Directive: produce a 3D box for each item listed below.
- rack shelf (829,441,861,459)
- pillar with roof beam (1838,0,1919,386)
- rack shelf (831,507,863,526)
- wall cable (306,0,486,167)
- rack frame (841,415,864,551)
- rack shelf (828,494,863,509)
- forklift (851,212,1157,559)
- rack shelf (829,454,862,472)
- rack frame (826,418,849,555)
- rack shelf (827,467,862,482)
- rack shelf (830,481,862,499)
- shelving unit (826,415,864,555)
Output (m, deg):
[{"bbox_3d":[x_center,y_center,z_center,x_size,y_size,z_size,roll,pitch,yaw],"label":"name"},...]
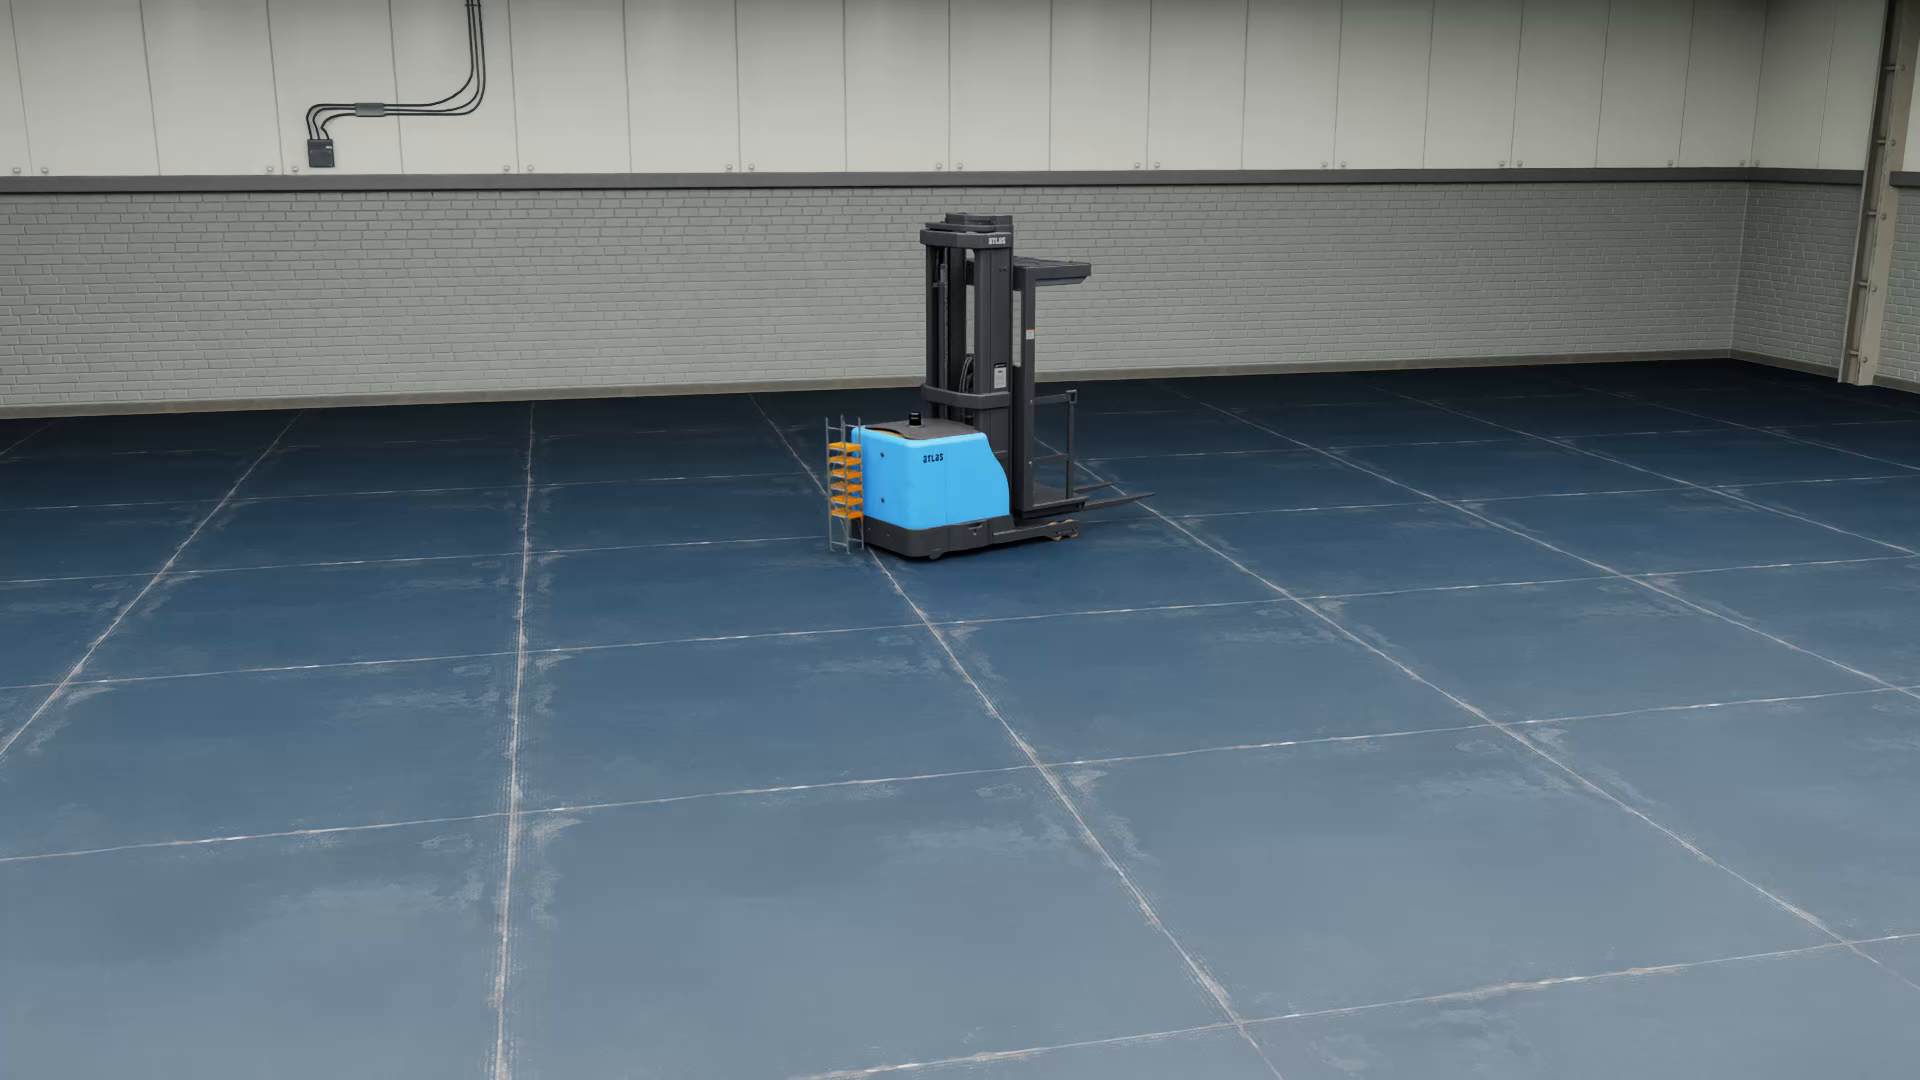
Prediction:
[{"bbox_3d":[-1.022,-0.795,14.637,0.258,0.103,0.180,12,19,42],"label":"rack shelf"},{"bbox_3d":[9.187,-6.470,22.772,9.100,9.000,0.400,-3,14,-13],"label":"pillar with roof beam"},{"bbox_3d":[-1.014,-0.212,14.780,0.258,0.103,0.180,12,19,42],"label":"rack shelf"},{"bbox_3d":[-7.423,-7.885,21.398,2.305,6.003,0.169,-3,14,-13],"label":"wall cable"},{"bbox_3d":[-0.956,-0.505,14.777,0.240,1.200,0.006,12,19,42],"label":"rack frame"},{"bbox_3d":[-1.016,-0.329,14.752,0.258,0.103,0.180,12,19,42],"label":"rack shelf"},{"bbox_3d":[0.501,-1.512,15.262,3.031,2.935,1.130,-10,17,-35],"label":"forklift"},{"bbox_3d":[-1.020,-0.678,14.666,0.258,0.103,0.180,12,19,42],"label":"rack shelf"},{"bbox_3d":[-1.080,-0.472,14.647,0.240,1.200,0.006,12,19,42],"label":"rack frame"},{"bbox_3d":[-1.019,-0.562,14.694,0.258,0.103,0.180,12,19,42],"label":"rack shelf"},{"bbox_3d":[-1.017,-0.445,14.723,0.258,0.103,0.180,12,19,42],"label":"rack shelf"},{"bbox_3d":[-1.018,-0.489,14.712,0.258,1.200,0.189,12,19,42],"label":"shelving unit"}]
